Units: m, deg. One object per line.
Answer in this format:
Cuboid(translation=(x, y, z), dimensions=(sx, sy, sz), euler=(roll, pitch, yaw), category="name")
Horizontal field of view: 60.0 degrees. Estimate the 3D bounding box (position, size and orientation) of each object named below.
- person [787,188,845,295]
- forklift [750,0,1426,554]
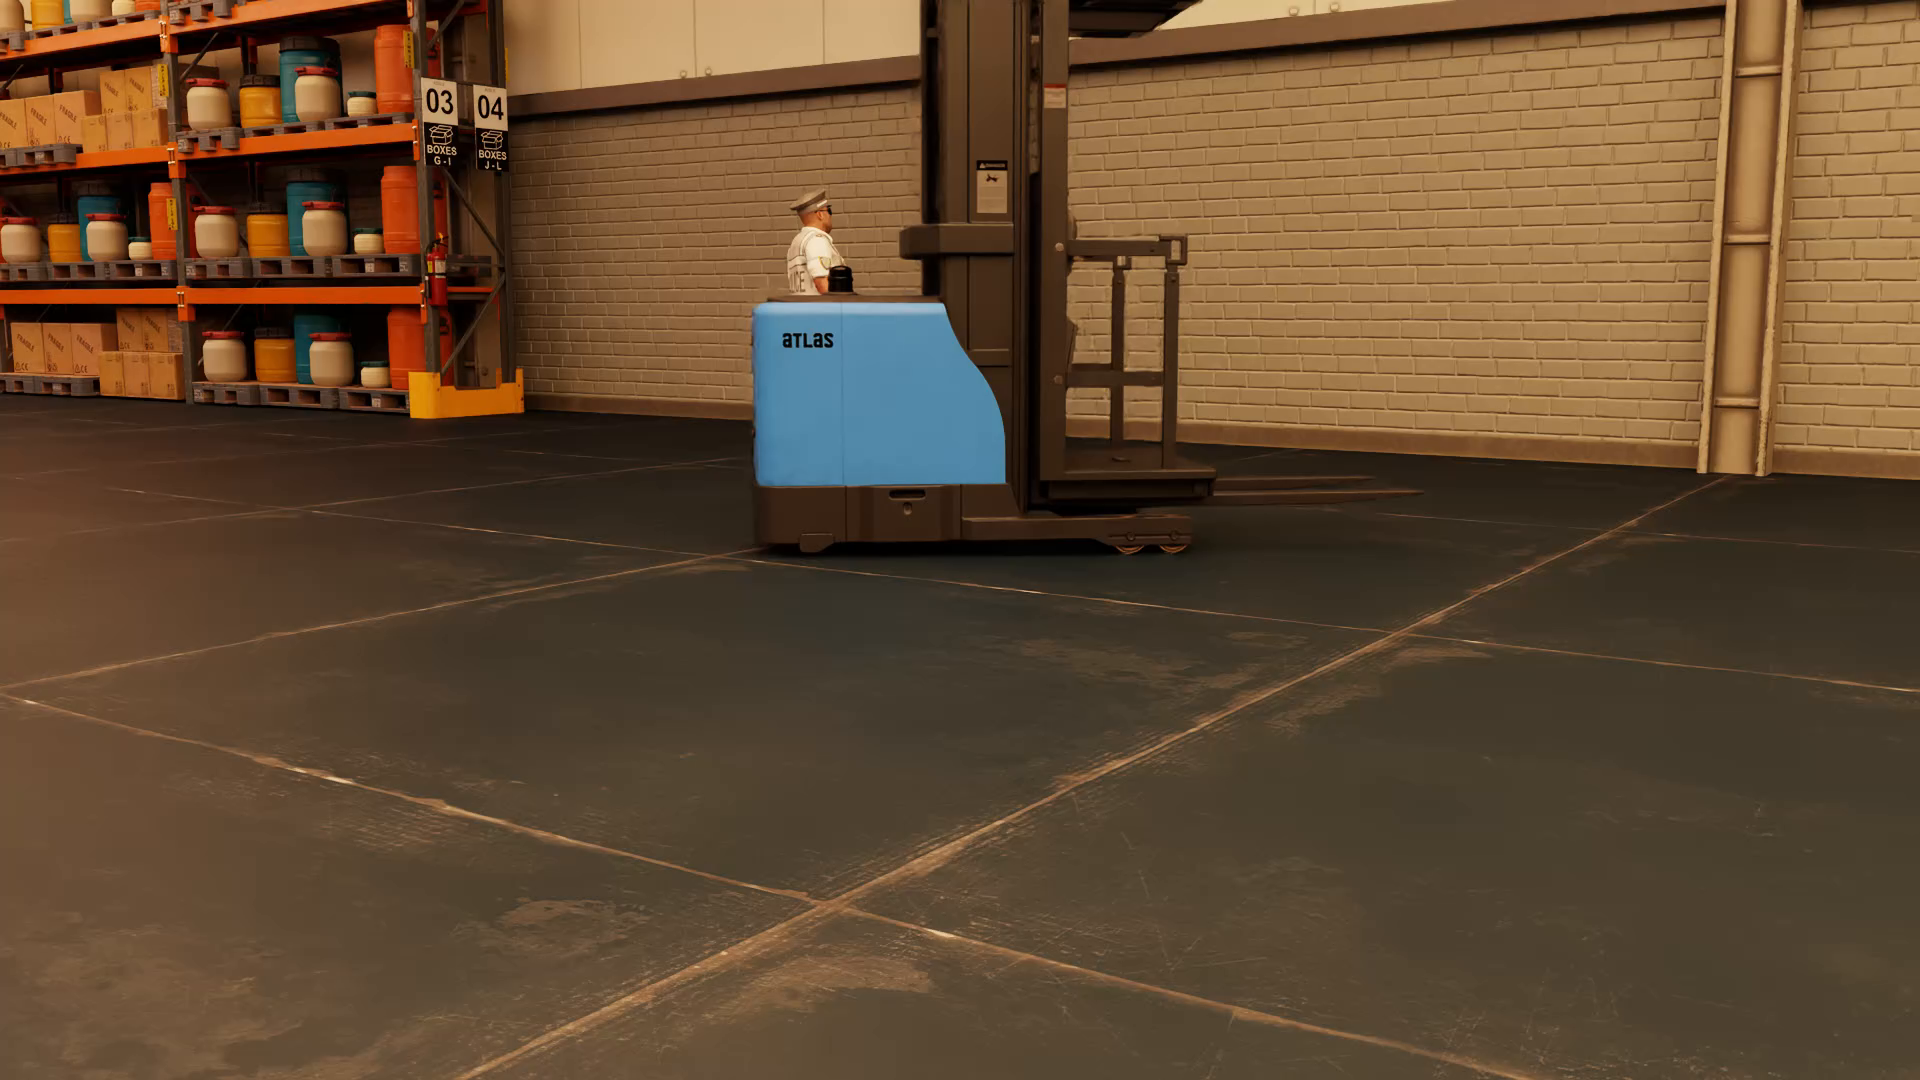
Cuboid(translation=(-0.780, -1.324, 10.533), dimensions=(0.577, 1.781, 0.638), euler=(-4, 9, -25), category="person")
Cuboid(translation=(0.573, -1.465, 7.493), dimensions=(3.031, 2.935, 1.130), euler=(-1, 8, -8), category="forklift")
